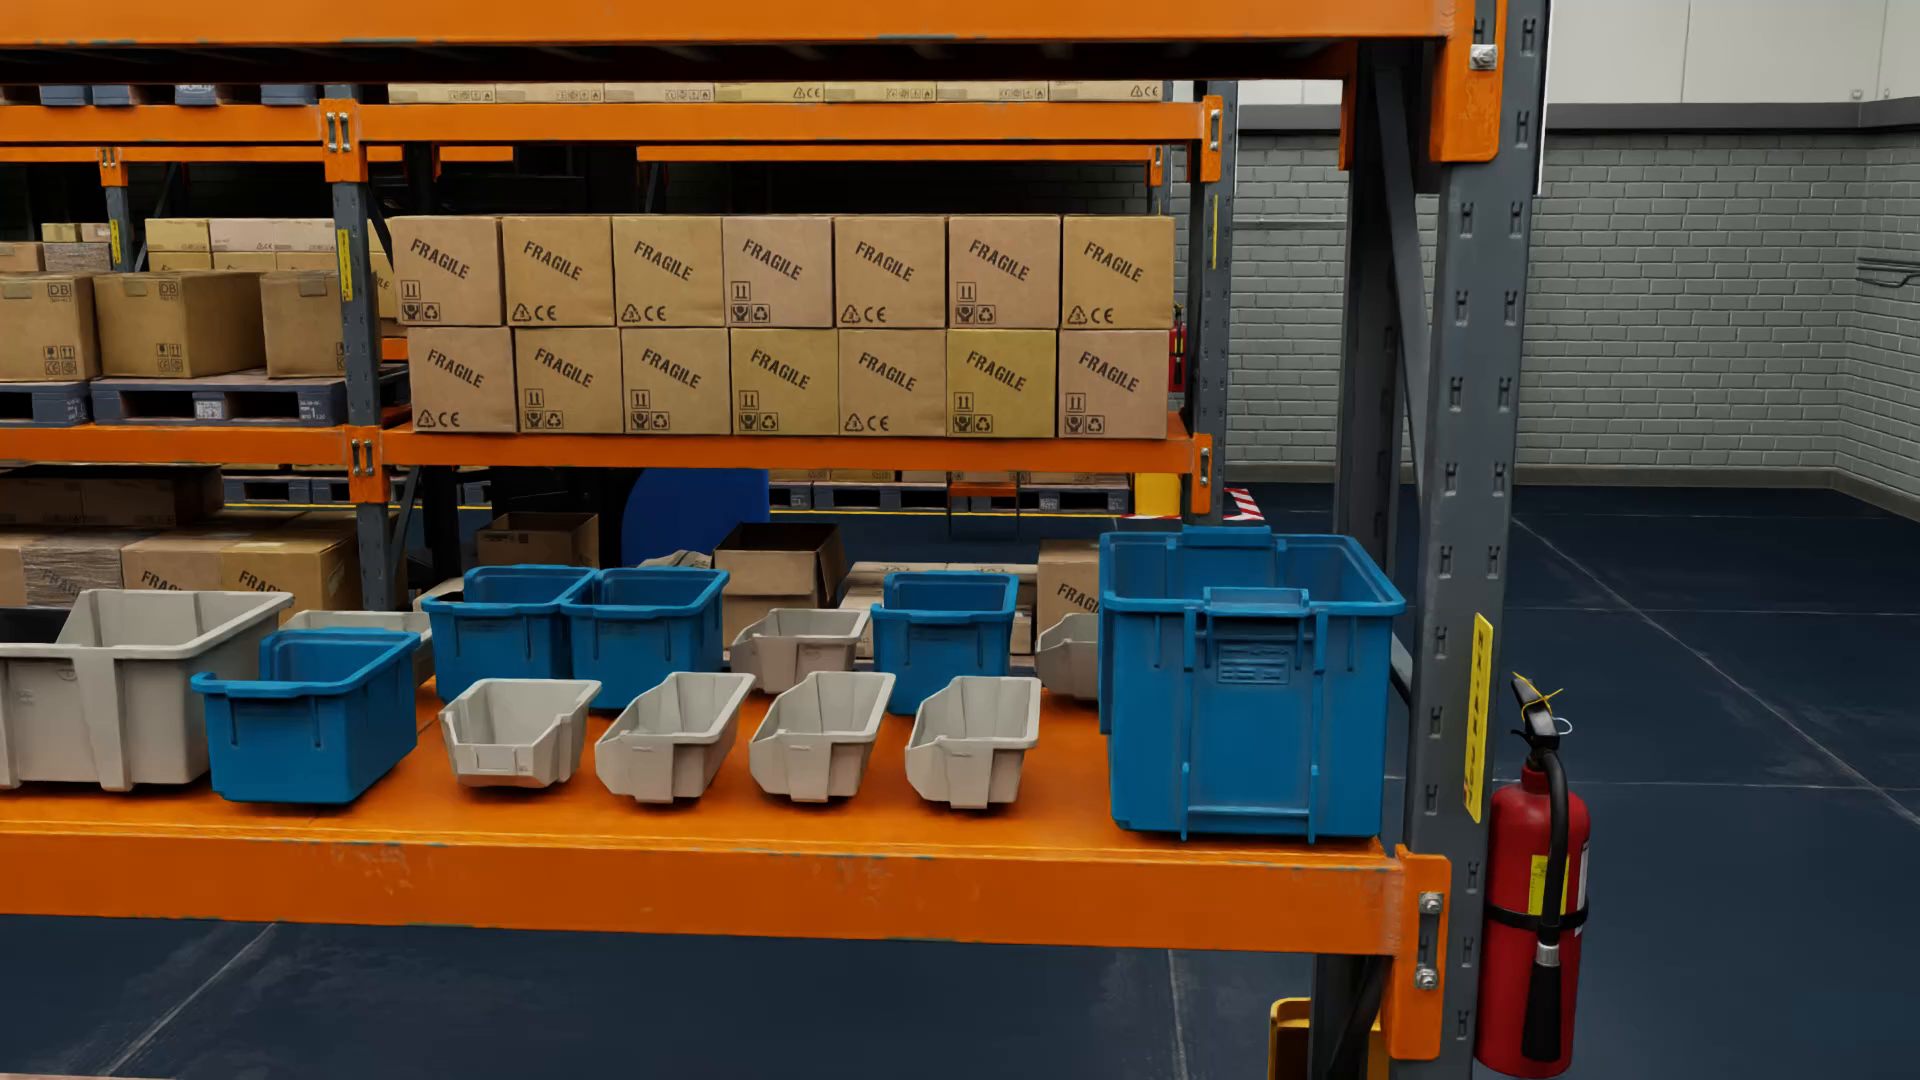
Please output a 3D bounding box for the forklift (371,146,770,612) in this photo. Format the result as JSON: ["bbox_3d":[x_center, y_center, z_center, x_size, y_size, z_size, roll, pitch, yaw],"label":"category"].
[{"bbox_3d":[-2.605,-0.997,9.375,3.031,2.935,1.130,-10,15,-38],"label":"forklift"}]

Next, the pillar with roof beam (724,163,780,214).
[{"bbox_3d":[-2.006,-4.050,9.150,0.400,9.000,9.100,1,12,4],"label":"pillar with roof beam"}]

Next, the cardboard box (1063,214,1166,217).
[{"bbox_3d":[0.764,-1.357,8.244,0.500,0.500,0.500,1,12,5],"label":"cardboard box"}]

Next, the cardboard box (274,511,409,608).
[{"bbox_3d":[-3.269,0.138,8.812,0.500,0.500,0.500,0,12,1],"label":"cardboard box"}]

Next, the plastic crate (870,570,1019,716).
[{"bbox_3d":[-0.027,0.226,3.625,0.300,0.233,0.416,1,12,4],"label":"plastic crate"}]

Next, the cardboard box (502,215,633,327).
[{"bbox_3d":[-1.836,-1.281,7.880,0.500,0.500,0.500,0,12,2],"label":"cardboard box"}]

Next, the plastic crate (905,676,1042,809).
[{"bbox_3d":[0.028,0.378,3.130,0.243,0.136,0.396,1,12,4],"label":"plastic crate"}]

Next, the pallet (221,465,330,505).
[{"bbox_3d":[-5.684,-0.489,13.592,1.213,0.211,1.003,1,12,4],"label":"pallet"}]

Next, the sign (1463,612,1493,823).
[{"bbox_3d":[0.833,0.286,2.678,0.005,0.325,0.100,1,12,4],"label":"sign"}]

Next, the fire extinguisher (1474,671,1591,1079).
[{"bbox_3d":[0.974,0.568,2.825,0.183,0.674,0.296,1,12,4],"label":"fire extinguisher"}]

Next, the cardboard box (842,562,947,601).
[{"bbox_3d":[-0.333,0.293,8.685,0.500,0.250,0.500,1,12,4],"label":"cardboard box"}]

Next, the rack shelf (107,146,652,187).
[{"bbox_3d":[-4.471,-2.969,13.067,4.000,0.370,1.077,1,12,4],"label":"rack shelf"}]

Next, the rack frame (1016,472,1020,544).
[{"bbox_3d":[0.409,-0.582,11.618,0.015,1.200,0.240,1,12,4],"label":"rack frame"}]

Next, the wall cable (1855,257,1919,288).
[{"bbox_3d":[7.135,-3.037,11.893,0.112,2.526,3.097,1,12,4],"label":"wall cable"}]

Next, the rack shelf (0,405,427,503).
[{"bbox_3d":[-4.798,-0.489,8.536,4.000,0.370,1.077,1,12,4],"label":"rack shelf"}]

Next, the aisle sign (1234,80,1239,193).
[{"bbox_3d":[1.236,-1.968,7.500,0.004,0.787,0.394,1,12,4],"label":"aisle sign"}]

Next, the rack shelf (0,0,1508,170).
[{"bbox_3d":[-1.142,-0.891,3.130,4.000,0.370,1.077,1,12,4],"label":"rack shelf"}]

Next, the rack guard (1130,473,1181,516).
[{"bbox_3d":[1.540,-0.547,13.163,0.348,0.500,1.175,1,12,4],"label":"rack guard"}]

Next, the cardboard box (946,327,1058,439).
[{"bbox_3d":[0.206,-0.765,7.854,0.500,0.500,0.500,1,12,4],"label":"cardboard box"}]

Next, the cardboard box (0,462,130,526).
[{"bbox_3d":[-4.767,-0.249,8.833,0.500,0.250,0.500,1,12,3],"label":"cardboard box"}]

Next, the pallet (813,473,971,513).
[{"bbox_3d":[-0.501,-0.418,13.252,1.213,0.211,1.003,1,12,4],"label":"pallet"}]

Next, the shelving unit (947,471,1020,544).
[{"bbox_3d":[0.165,-0.585,11.634,0.503,1.200,0.258,1,12,4],"label":"shelving unit"}]

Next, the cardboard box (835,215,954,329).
[{"bbox_3d":[-0.295,-1.260,7.780,0.500,0.500,0.500,1,12,5],"label":"cardboard box"}]

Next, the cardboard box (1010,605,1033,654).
[{"bbox_3d":[0.232,0.431,8.225,0.250,0.166,0.380,1,12,4],"label":"cardboard box"}]

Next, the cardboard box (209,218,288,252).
[{"bbox_3d":[-5.494,-2.386,12.996,0.500,0.250,0.500,1,12,3],"label":"cardboard box"}]

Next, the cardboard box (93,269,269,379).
[{"bbox_3d":[-3.950,-1.117,8.511,0.500,0.500,0.700,3,12,13],"label":"cardboard box"}]

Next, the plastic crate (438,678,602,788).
[{"bbox_3d":[-0.836,0.372,3.159,0.250,0.136,0.298,1,12,4],"label":"plastic crate"}]

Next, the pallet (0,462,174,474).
[{"bbox_3d":[-7.246,-0.527,13.770,1.213,0.211,1.003,1,12,4],"label":"pallet"}]

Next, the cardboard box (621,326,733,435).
[{"bbox_3d":[-1.302,-0.786,7.957,0.500,0.500,0.500,1,12,3],"label":"cardboard box"}]

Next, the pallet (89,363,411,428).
[{"bbox_3d":[-3.592,-0.753,8.510,1.213,0.211,1.003,1,12,4],"label":"pallet"}]

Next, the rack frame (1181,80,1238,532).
[{"bbox_3d":[1.189,-0.759,8.070,0.127,3.000,1.000,1,12,4],"label":"rack frame"}]

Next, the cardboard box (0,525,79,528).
[{"bbox_3d":[-4.804,0.118,8.910,0.500,0.500,0.500,0,12,2],"label":"cardboard box"}]

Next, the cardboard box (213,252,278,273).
[{"bbox_3d":[-5.477,-2.017,13.064,0.500,0.500,0.500,1,12,6],"label":"cardboard box"}]

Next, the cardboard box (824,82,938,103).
[{"bbox_3d":[-0.339,-2.120,7.618,0.500,0.250,0.500,1,12,4],"label":"cardboard box"}]

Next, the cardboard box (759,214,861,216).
[{"bbox_3d":[-0.764,-1.377,8.341,0.500,0.500,0.500,1,12,3],"label":"cardboard box"}]

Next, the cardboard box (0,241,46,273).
[{"bbox_3d":[-7.495,-2.151,13.407,0.500,0.500,0.700,0,12,-2],"label":"cardboard box"}]

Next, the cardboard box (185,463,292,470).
[{"bbox_3d":[-5.741,-0.997,13.433,0.750,0.750,0.750,1,12,3],"label":"cardboard box"}]

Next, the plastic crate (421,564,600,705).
[{"bbox_3d":[-0.984,0.213,3.687,0.300,0.233,0.416,1,12,4],"label":"plastic crate"}]

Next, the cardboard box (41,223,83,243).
[{"bbox_3d":[-7.134,-2.462,13.310,0.250,0.149,0.380,-1,12,-6],"label":"cardboard box"}]

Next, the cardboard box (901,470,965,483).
[{"bbox_3d":[-0.190,-0.756,13.134,0.500,0.500,0.700,0,12,2],"label":"cardboard box"}]

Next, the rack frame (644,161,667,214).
[{"bbox_3d":[-2.475,-1.826,13.170,0.127,3.000,1.000,1,12,4],"label":"rack frame"}]

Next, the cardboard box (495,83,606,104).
[{"bbox_3d":[-1.835,-2.144,7.730,0.500,0.250,0.500,1,12,4],"label":"cardboard box"}]

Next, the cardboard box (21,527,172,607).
[{"bbox_3d":[-4.307,0.231,8.369,0.500,0.500,0.500,1,12,4],"label":"cardboard box"}]

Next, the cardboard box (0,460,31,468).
[{"bbox_3d":[-7.694,-0.902,13.786,0.500,0.500,0.700,1,12,4],"label":"cardboard box"}]

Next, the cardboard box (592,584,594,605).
[{"bbox_3d":[-1.837,0.309,8.853,0.250,0.149,0.380,1,12,4],"label":"cardboard box"}]

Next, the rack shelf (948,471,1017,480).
[{"bbox_3d":[0.165,-0.519,11.648,0.480,0.148,0.258,1,12,4],"label":"rack shelf"}]

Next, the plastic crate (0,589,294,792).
[{"bbox_3d":[-1.626,0.285,3.221,0.530,0.282,0.437,1,12,4],"label":"plastic crate"}]
